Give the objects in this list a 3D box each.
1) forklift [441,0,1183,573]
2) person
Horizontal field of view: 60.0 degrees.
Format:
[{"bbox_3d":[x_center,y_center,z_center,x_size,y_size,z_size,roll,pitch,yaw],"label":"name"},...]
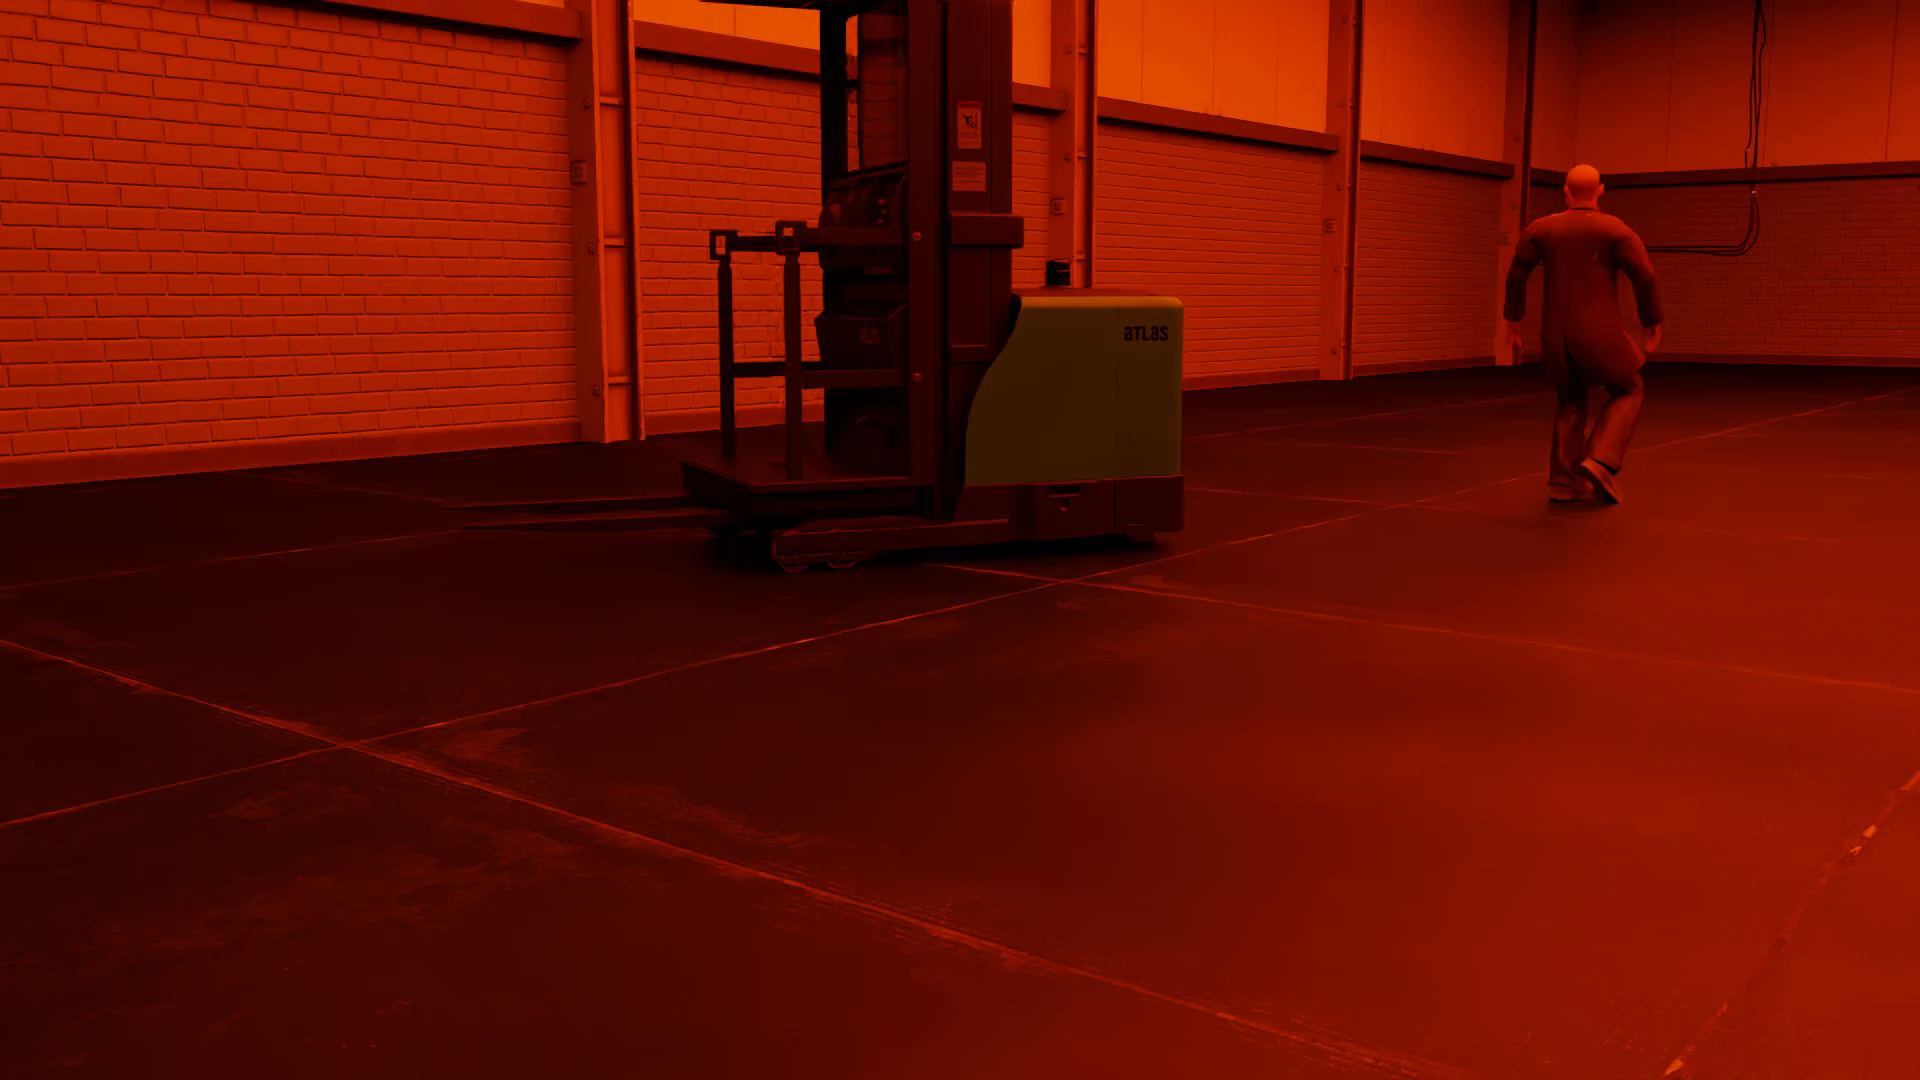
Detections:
[{"bbox_3d":[-0.596,-1.407,6.899,3.031,2.935,1.130,-4,9,-23],"label":"forklift"},{"bbox_3d":[3.242,-1.066,8.734,0.498,1.766,0.850,-7,11,-38],"label":"person"}]
